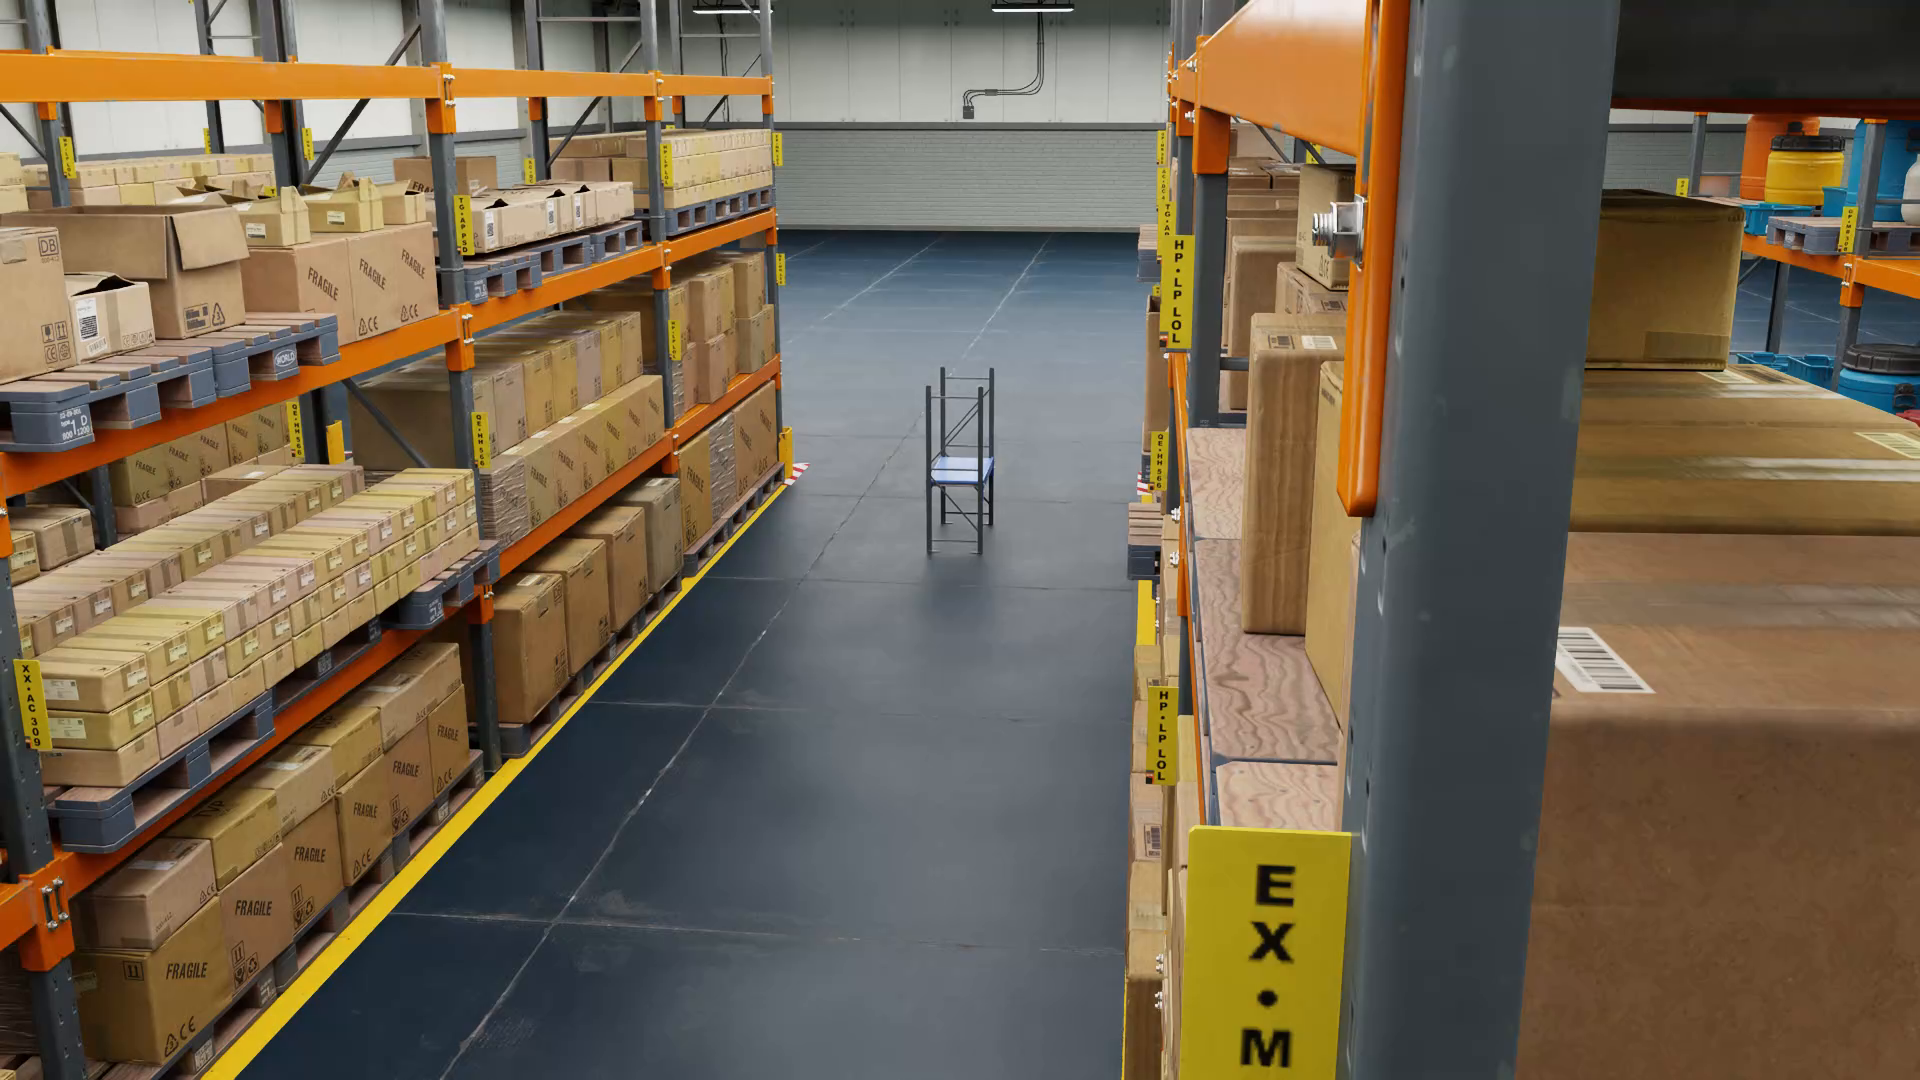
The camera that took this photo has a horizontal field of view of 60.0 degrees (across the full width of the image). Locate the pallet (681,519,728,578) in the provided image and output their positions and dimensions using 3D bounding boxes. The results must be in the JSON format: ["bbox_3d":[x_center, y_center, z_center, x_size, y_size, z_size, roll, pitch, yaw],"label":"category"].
[{"bbox_3d":[-2.678,0.049,14.664,1.003,0.211,1.213,2,15,6],"label":"pallet"}]

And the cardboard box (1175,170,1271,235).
[{"bbox_3d":[1.429,-1.761,9.120,0.500,0.500,0.500,2,15,8],"label":"cardboard box"}]

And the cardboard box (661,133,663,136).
[{"bbox_3d":[-2.917,-3.629,15.135,0.380,0.149,0.250,2,15,7],"label":"cardboard box"}]

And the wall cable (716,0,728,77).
[{"bbox_3d":[-5.507,-14.512,47.950,3.097,2.526,0.112,2,15,6],"label":"wall cable"}]

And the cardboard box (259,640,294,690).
[{"bbox_3d":[-3.128,0.535,7.202,0.380,0.149,0.250,1,15,4],"label":"cardboard box"}]

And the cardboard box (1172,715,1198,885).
[{"bbox_3d":[0.864,0.829,4.720,0.500,0.500,0.500,2,15,6],"label":"cardboard box"}]

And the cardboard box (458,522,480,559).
[{"bbox_3d":[-2.892,-0.005,9.197,0.380,0.149,0.250,2,15,7],"label":"cardboard box"}]

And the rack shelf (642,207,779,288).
[{"bbox_3d":[-2.616,-2.722,15.200,1.077,0.370,4.000,2,15,6],"label":"rack shelf"}]

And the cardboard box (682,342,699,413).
[{"bbox_3d":[-2.772,-1.414,14.445,0.875,0.550,0.550,2,15,6],"label":"cardboard box"}]

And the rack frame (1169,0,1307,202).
[{"bbox_3d":[2.075,-3.826,12.159,1.000,3.000,0.127,2,15,6],"label":"rack frame"}]

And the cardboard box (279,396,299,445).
[{"bbox_3d":[-7.151,-1.281,17.267,0.500,0.500,0.500,2,15,7],"label":"cardboard box"}]

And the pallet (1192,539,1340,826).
[{"bbox_3d":[0.930,0.267,2.938,1.003,0.211,1.213,2,15,6],"label":"pallet"}]

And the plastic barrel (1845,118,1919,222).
[{"bbox_3d":[7.215,-2.932,12.834,0.600,0.901,0.708,2,15,6],"label":"plastic barrel"}]

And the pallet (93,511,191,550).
[{"bbox_3d":[-7.731,-0.051,15.033,1.003,0.211,1.213,2,15,6],"label":"pallet"}]

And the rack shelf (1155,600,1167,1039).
[{"bbox_3d":[1.398,0.974,7.281,1.077,0.370,4.000,2,15,6],"label":"rack shelf"}]

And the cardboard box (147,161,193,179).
[{"bbox_3d":[-7.318,-3.411,15.325,0.380,0.149,0.250,2,15,7],"label":"cardboard box"}]

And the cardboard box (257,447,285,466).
[{"bbox_3d":[-7.210,-0.783,16.862,0.500,0.250,0.500,2,15,6],"label":"cardboard box"}]

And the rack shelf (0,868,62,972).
[{"bbox_3d":[-3.970,1.839,4.081,1.077,0.370,4.000,2,15,6],"label":"rack shelf"}]

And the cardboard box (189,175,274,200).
[{"bbox_3d":[-3.671,-1.700,8.385,0.396,0.266,0.258,2,15,6],"label":"cardboard box"}]

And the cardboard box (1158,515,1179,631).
[{"bbox_3d":[1.299,0.177,8.656,0.500,0.500,0.500,2,15,8],"label":"cardboard box"}]

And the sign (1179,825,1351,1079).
[{"bbox_3d":[0.184,0.326,1.008,0.100,0.325,0.005,2,15,6],"label":"sign"}]

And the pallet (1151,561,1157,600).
[{"bbox_3d":[2.116,0.241,13.954,1.003,0.211,1.213,2,15,6],"label":"pallet"}]

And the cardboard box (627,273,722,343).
[{"bbox_3d":[-2.622,-2.073,14.812,0.875,0.550,0.550,2,15,6],"label":"cardboard box"}]

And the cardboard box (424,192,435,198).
[{"bbox_3d":[-3.473,-2.001,10.330,0.500,0.311,0.500,2,15,6],"label":"cardboard box"}]

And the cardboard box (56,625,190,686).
[{"bbox_3d":[-3.218,0.443,6.402,0.380,0.149,0.250,2,15,8],"label":"cardboard box"}]

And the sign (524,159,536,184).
[{"bbox_3d":[-3.393,-2.854,13.169,0.100,0.325,0.005,2,15,6],"label":"sign"}]

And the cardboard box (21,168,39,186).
[{"bbox_3d":[-7.953,-3.022,13.886,0.380,0.149,0.250,2,15,7],"label":"cardboard box"}]

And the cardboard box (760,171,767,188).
[{"bbox_3d":[-2.120,-3.556,16.392,0.380,0.149,0.250,2,15,7],"label":"cardboard box"}]

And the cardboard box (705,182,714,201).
[{"bbox_3d":[-2.350,-3.028,14.441,0.380,0.149,0.250,1,15,5],"label":"cardboard box"}]

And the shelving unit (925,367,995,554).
[{"bbox_3d":[0.010,-0.746,15.136,0.538,1.500,1.048,2,15,6],"label":"shelving unit"}]

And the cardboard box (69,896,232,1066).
[{"bbox_3d":[-3.397,1.793,6.857,0.500,0.500,0.500,2,15,8],"label":"cardboard box"}]

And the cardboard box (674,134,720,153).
[{"bbox_3d":[-2.321,-3.479,14.582,0.380,0.149,0.250,2,15,6],"label":"cardboard box"}]

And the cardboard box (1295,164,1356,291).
[{"bbox_3d":[1.060,-0.720,3.797,0.500,0.250,0.500,1,15,3],"label":"cardboard box"}]

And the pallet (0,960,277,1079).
[{"bbox_3d":[-3.658,2.117,7.017,1.003,0.211,1.213,2,15,6],"label":"pallet"}]

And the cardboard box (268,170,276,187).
[{"bbox_3d":[-7.110,-3.638,16.927,0.500,0.250,0.500,2,15,6],"label":"cardboard box"}]

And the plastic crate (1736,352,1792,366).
[{"bbox_3d":[7.689,-1.611,15.746,0.499,0.251,0.616,2,15,6],"label":"plastic crate"}]

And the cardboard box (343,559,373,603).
[{"bbox_3d":[-3.040,0.186,7.921,0.380,0.149,0.250,2,15,8],"label":"cardboard box"}]

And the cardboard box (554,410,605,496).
[{"bbox_3d":[-2.804,-0.613,11.580,0.500,0.500,0.500,2,15,6],"label":"cardboard box"}]

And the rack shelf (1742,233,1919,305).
[{"bbox_3d":[7.222,-2.403,14.023,1.077,0.370,4.000,2,15,6],"label":"rack shelf"}]

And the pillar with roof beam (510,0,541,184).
[{"bbox_3d":[-6.241,-11.244,39.594,9.100,9.000,0.548,2,15,6],"label":"pillar with roof beam"}]

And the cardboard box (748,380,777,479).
[{"bbox_3d":[-2.401,-1.139,16.981,0.875,0.875,0.875,2,15,7],"label":"cardboard box"}]

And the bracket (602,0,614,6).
[{"bbox_3d":[-9.536,-14.547,44.911,0.235,0.232,0.430,2,15,6],"label":"bracket"}]

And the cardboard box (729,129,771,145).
[{"bbox_3d":[-2.091,-4.005,16.525,0.380,0.149,0.250,2,15,7],"label":"cardboard box"}]

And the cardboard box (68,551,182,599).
[{"bbox_3d":[-3.745,0.156,7.462,0.380,0.149,0.250,1,15,4],"label":"cardboard box"}]

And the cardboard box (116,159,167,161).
[{"bbox_3d":[-7.811,-3.560,15.878,0.380,0.149,0.250,2,15,8],"label":"cardboard box"}]

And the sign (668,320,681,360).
[{"bbox_3d":[-2.301,-1.609,13.389,0.100,0.325,0.005,2,15,6],"label":"sign"}]

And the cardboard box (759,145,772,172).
[{"bbox_3d":[-2.168,-3.775,16.437,0.500,0.250,0.500,2,15,7],"label":"cardboard box"}]

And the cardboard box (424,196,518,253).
[{"bbox_3d":[-2.993,-1.902,9.965,0.500,0.311,0.500,2,15,6],"label":"cardboard box"}]

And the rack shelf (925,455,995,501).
[{"bbox_3d":[0.010,-0.572,15.183,0.538,0.185,1.000,2,15,6],"label":"rack shelf"}]

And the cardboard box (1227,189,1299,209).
[{"bbox_3d":[1.627,-1.433,8.053,0.797,0.503,0.637,3,15,10],"label":"cardboard box"}]

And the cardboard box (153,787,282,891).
[{"bbox_3d":[-3.341,1.293,7.270,0.500,0.250,0.500,2,15,8],"label":"cardboard box"}]

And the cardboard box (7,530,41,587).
[{"bbox_3d":[-7.906,0.167,13.116,0.950,0.372,0.625,3,15,10],"label":"cardboard box"}]

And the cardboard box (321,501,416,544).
[{"bbox_3d":[-2.979,-0.090,8.374,0.380,0.149,0.250,2,15,8],"label":"cardboard box"}]

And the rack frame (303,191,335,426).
[{"bbox_3d":[-7.320,-2.259,17.858,1.000,3.000,0.127,2,15,6],"label":"rack frame"}]

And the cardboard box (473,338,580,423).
[{"bbox_3d":[-3.064,-1.109,11.496,0.700,0.500,0.500,2,15,6],"label":"cardboard box"}]
